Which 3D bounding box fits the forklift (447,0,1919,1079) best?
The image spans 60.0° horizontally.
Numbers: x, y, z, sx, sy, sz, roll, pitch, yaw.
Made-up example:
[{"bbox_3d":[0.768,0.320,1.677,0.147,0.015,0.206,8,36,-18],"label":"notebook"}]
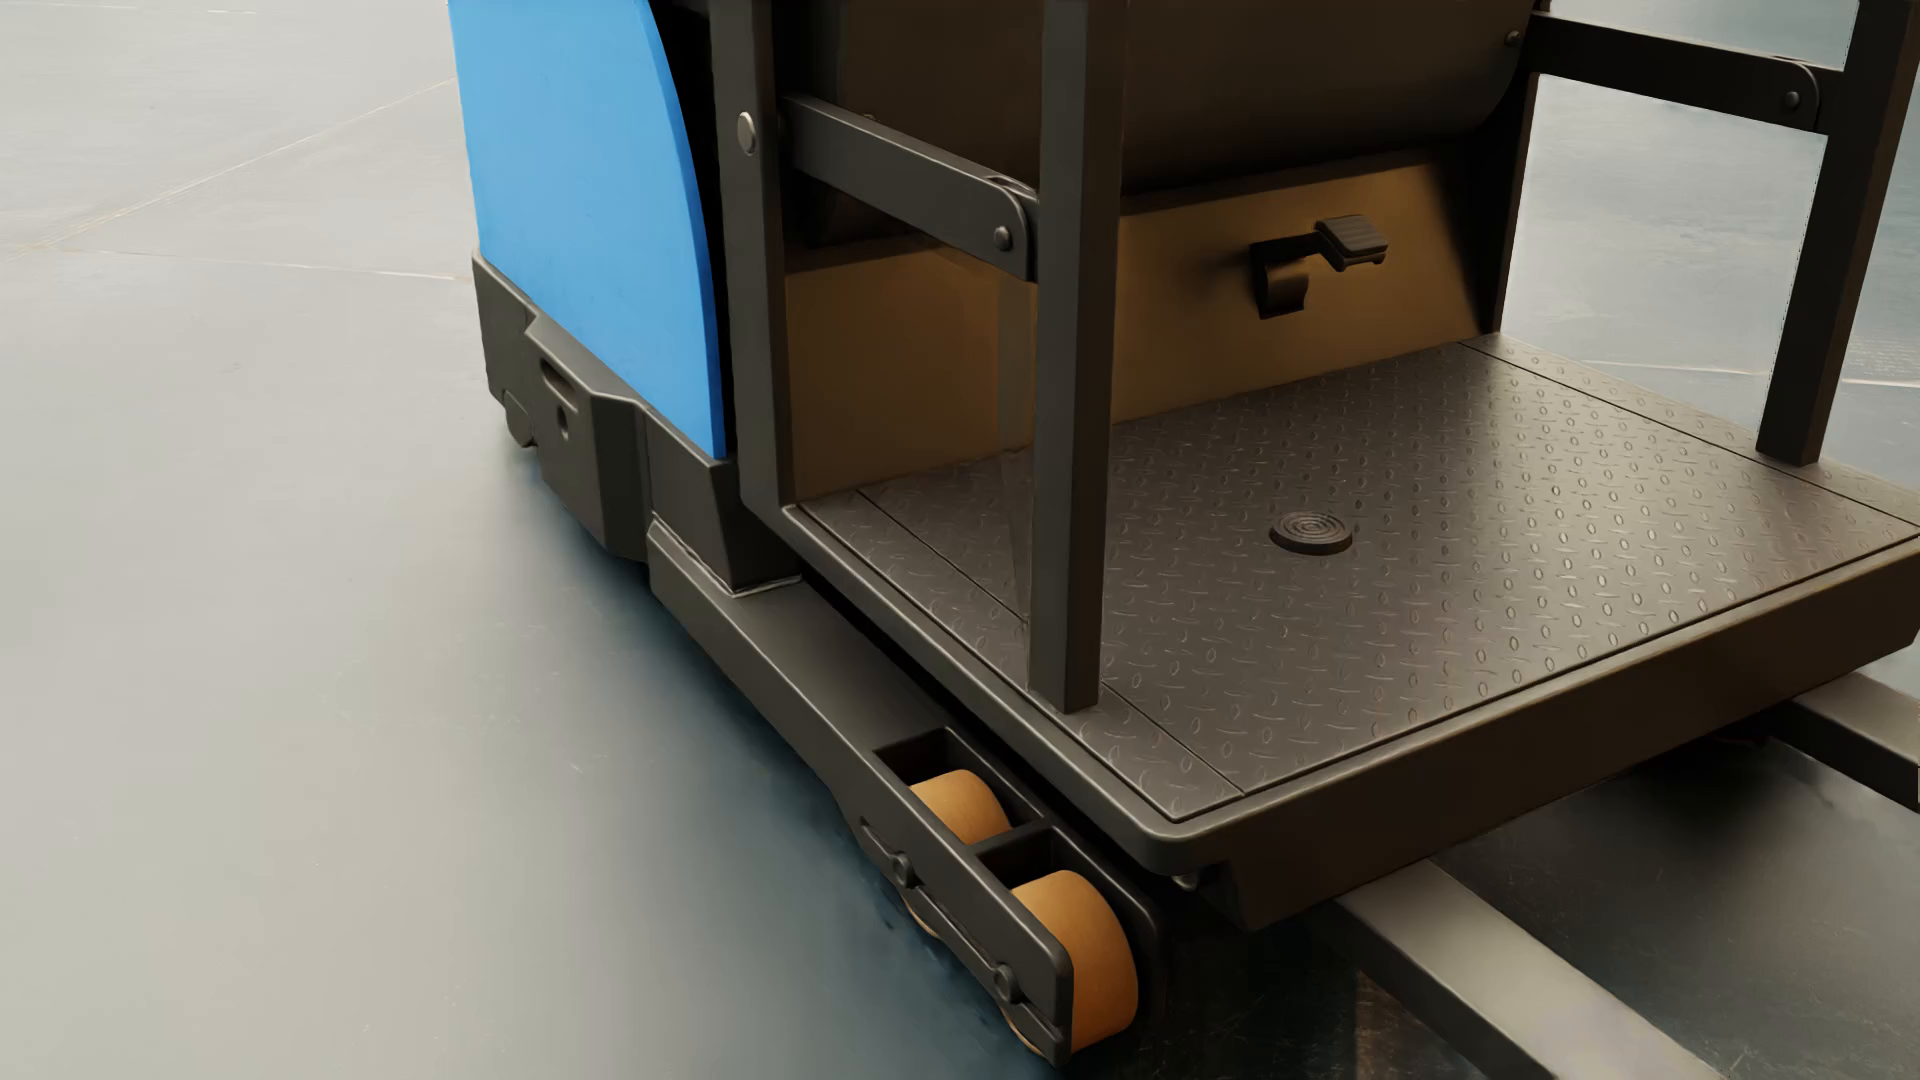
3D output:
[{"bbox_3d":[0.376,-1.069,1.364,1.130,2.935,3.031,-15,30,-27],"label":"forklift"}]
